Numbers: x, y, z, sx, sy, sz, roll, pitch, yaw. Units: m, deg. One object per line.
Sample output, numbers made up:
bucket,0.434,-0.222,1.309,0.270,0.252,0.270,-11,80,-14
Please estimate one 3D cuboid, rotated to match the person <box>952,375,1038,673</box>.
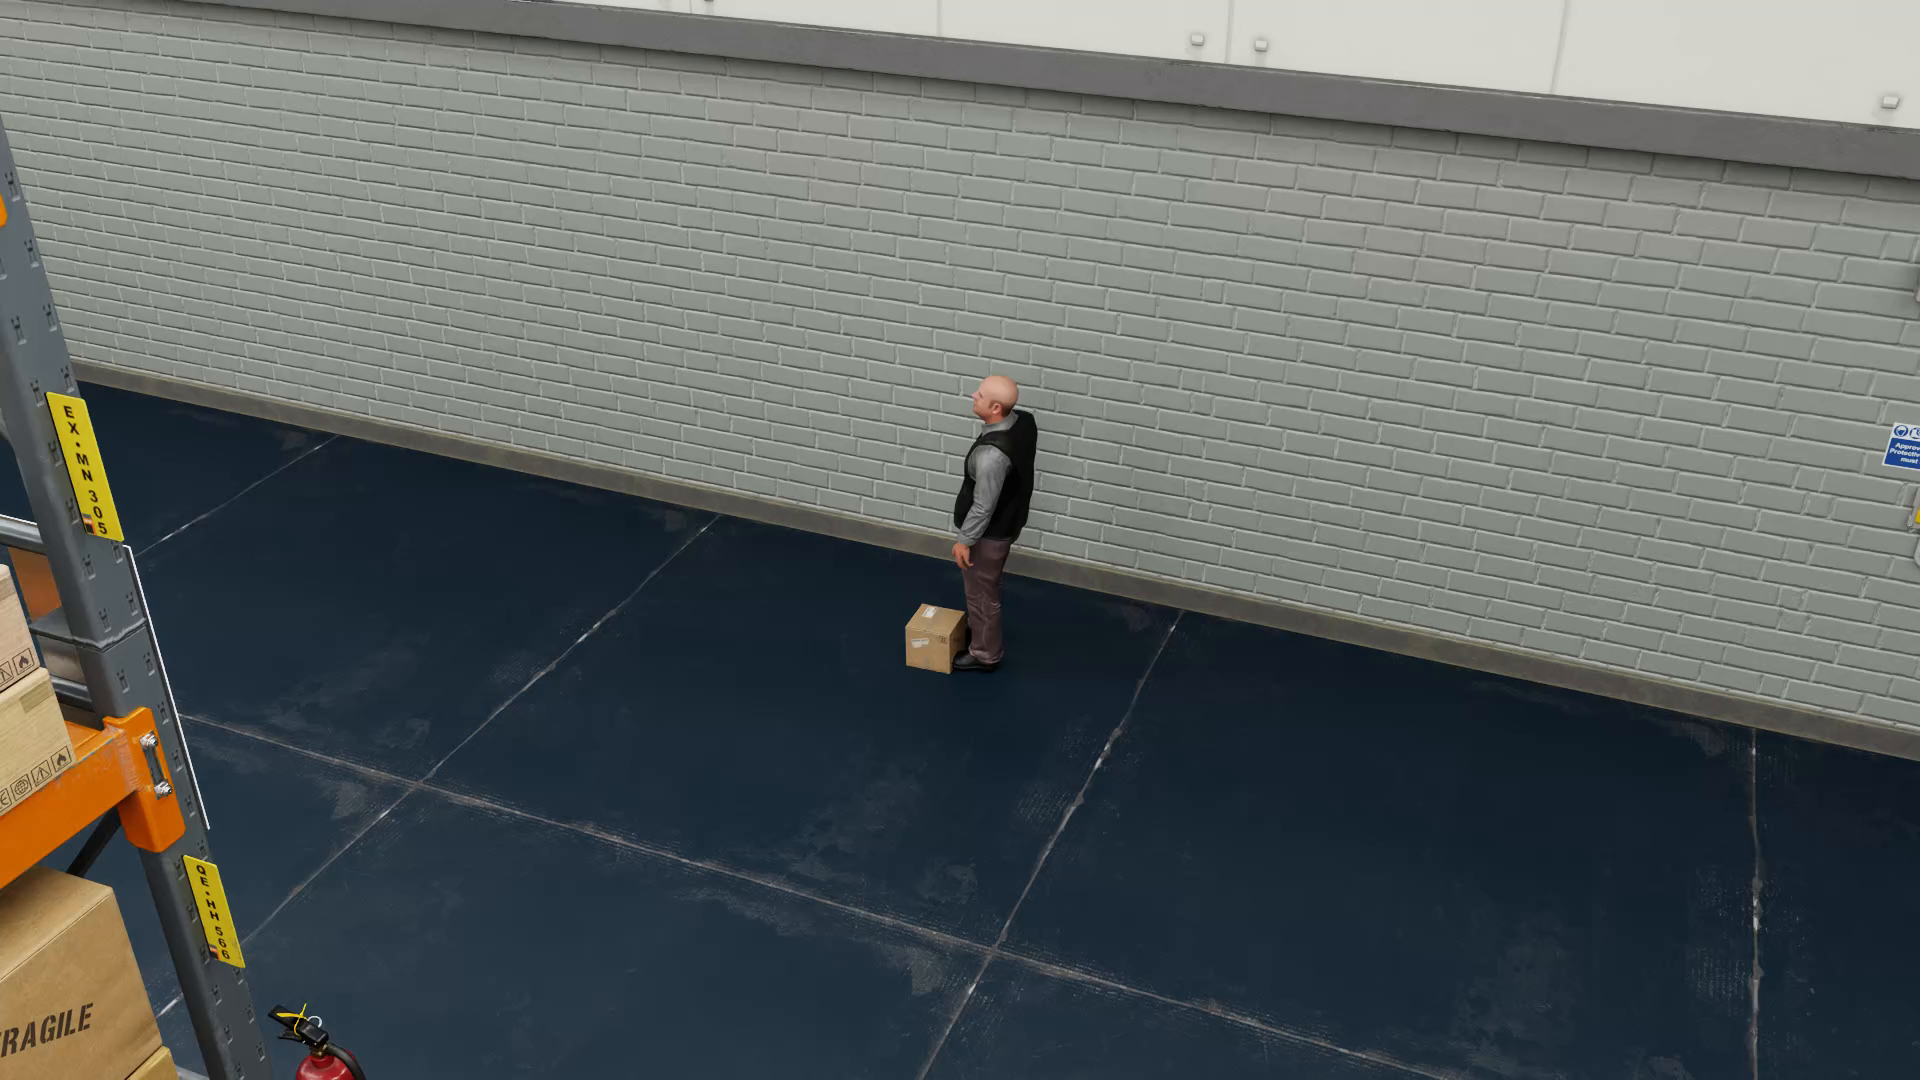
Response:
person,0.092,-0.088,8.562,0.568,1.721,0.632,11,31,19
